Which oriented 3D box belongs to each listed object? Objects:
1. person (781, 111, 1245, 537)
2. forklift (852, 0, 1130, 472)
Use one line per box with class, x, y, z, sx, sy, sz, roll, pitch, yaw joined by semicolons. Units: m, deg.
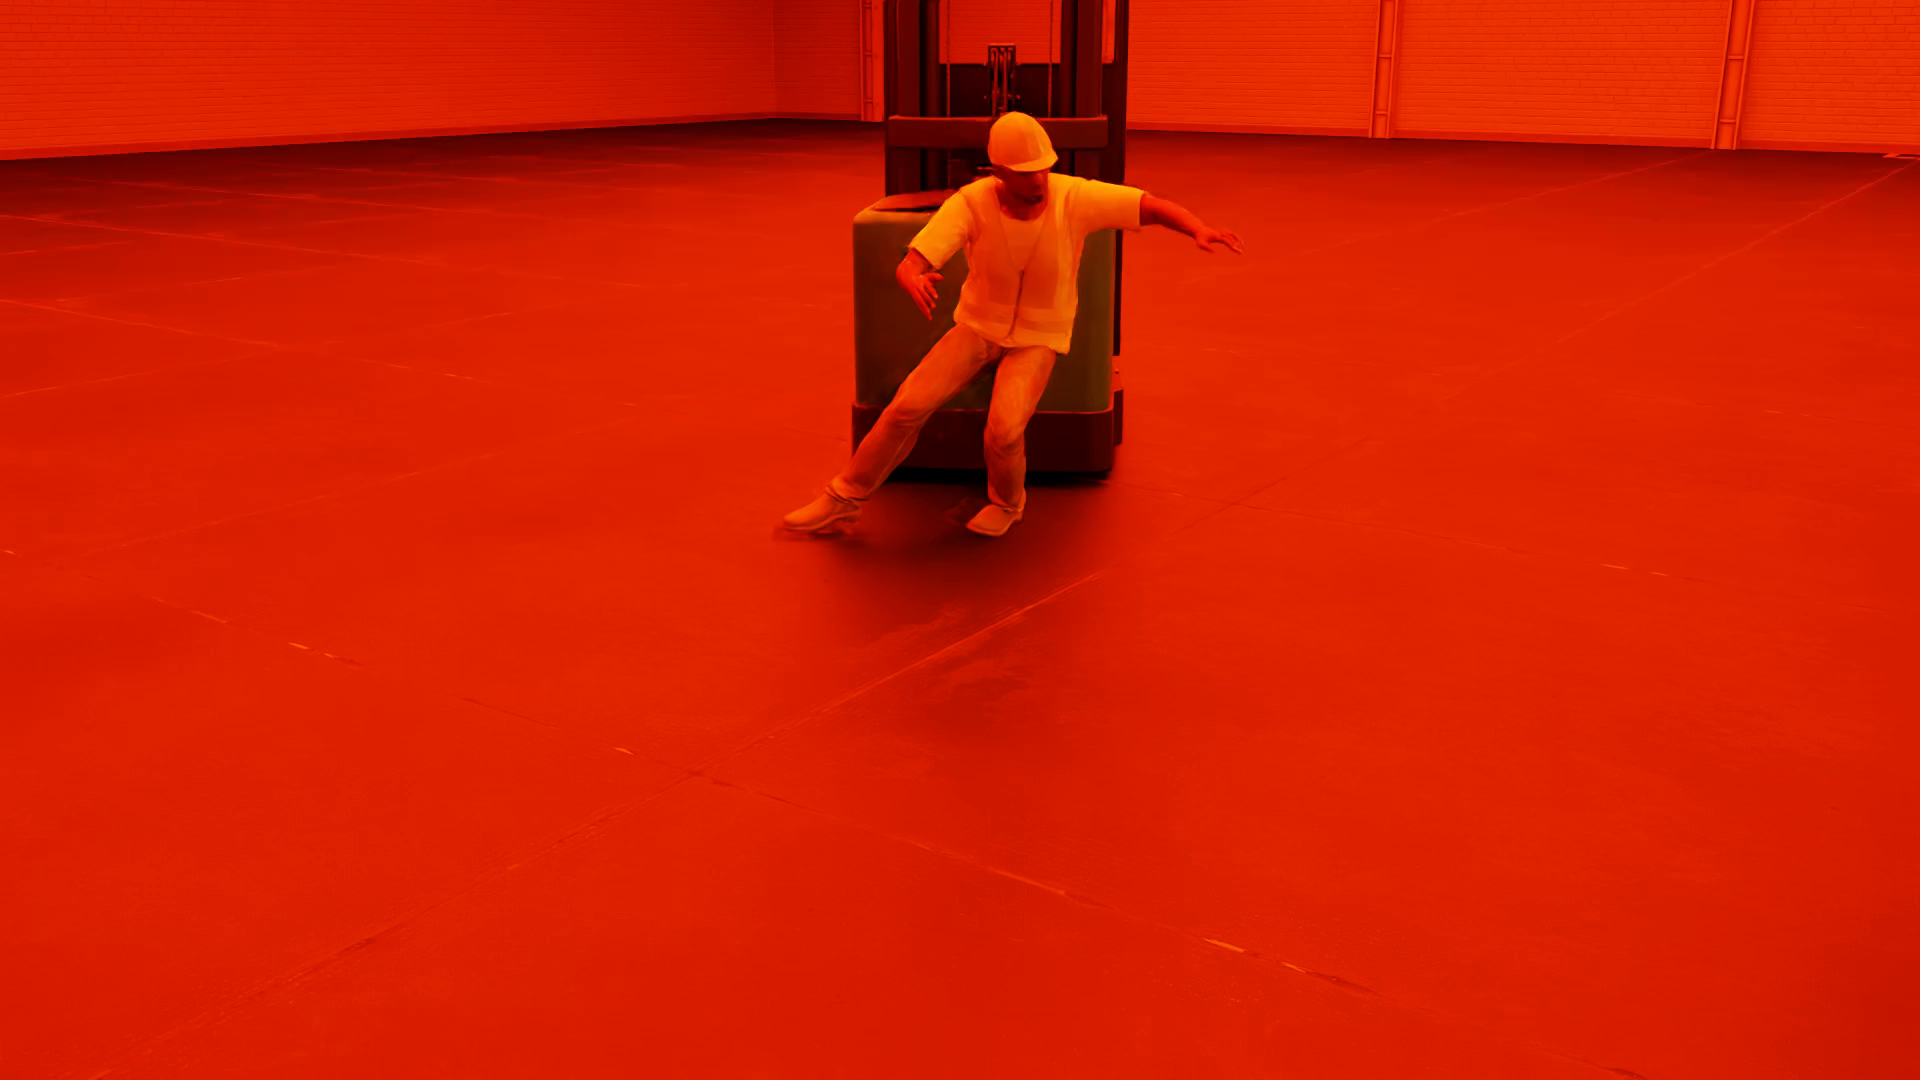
person;0.146;-0.712;5.736;1.576;1.489;0.796;1;17;4
forklift;0.229;-2.048;7.681;1.130;2.935;3.031;2;17;6
